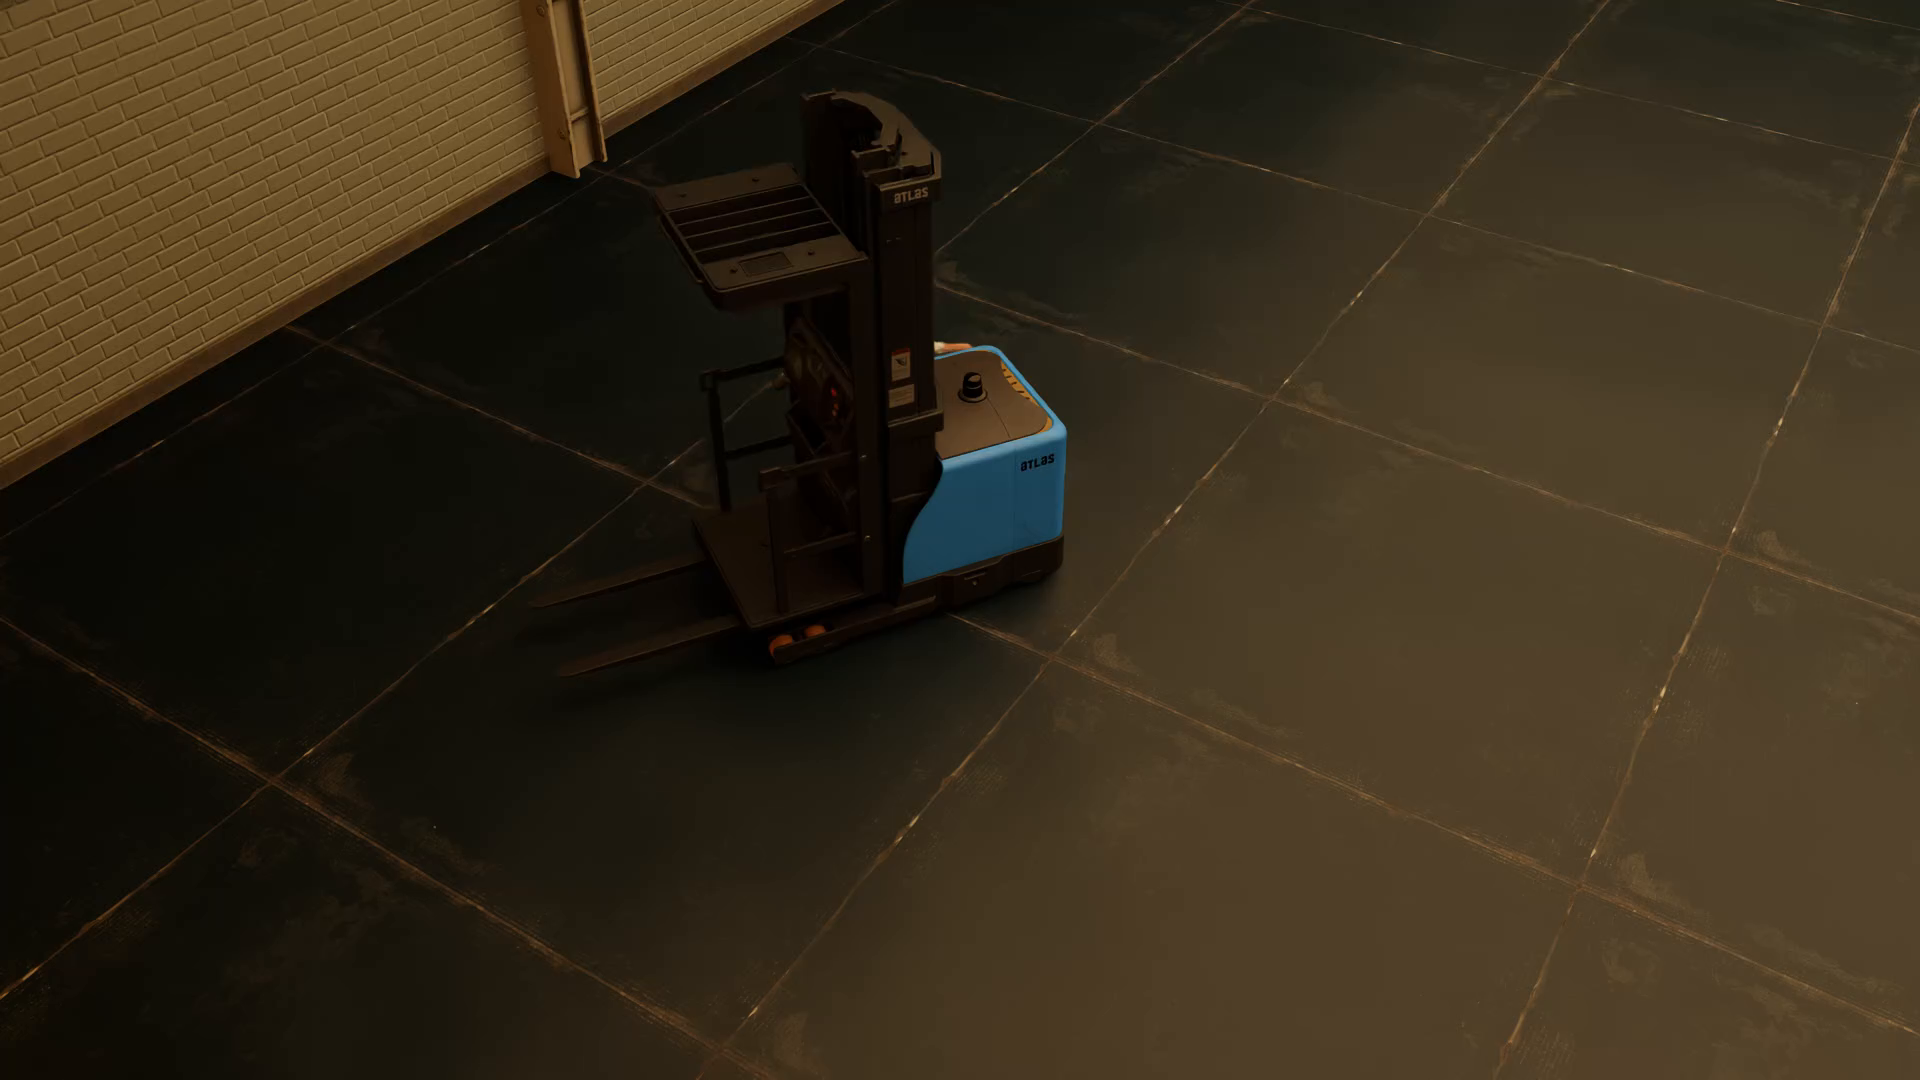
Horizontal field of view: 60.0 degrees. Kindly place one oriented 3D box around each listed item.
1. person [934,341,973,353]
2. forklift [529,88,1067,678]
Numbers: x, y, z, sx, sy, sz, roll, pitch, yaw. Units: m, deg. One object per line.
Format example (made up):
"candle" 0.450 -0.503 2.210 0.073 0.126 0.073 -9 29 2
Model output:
"person" -0.298 -1.174 10.541 0.642 1.465 0.713 -21 45 -23
"forklift" -0.944 -0.808 8.921 3.031 2.935 1.130 -16 43 -19
